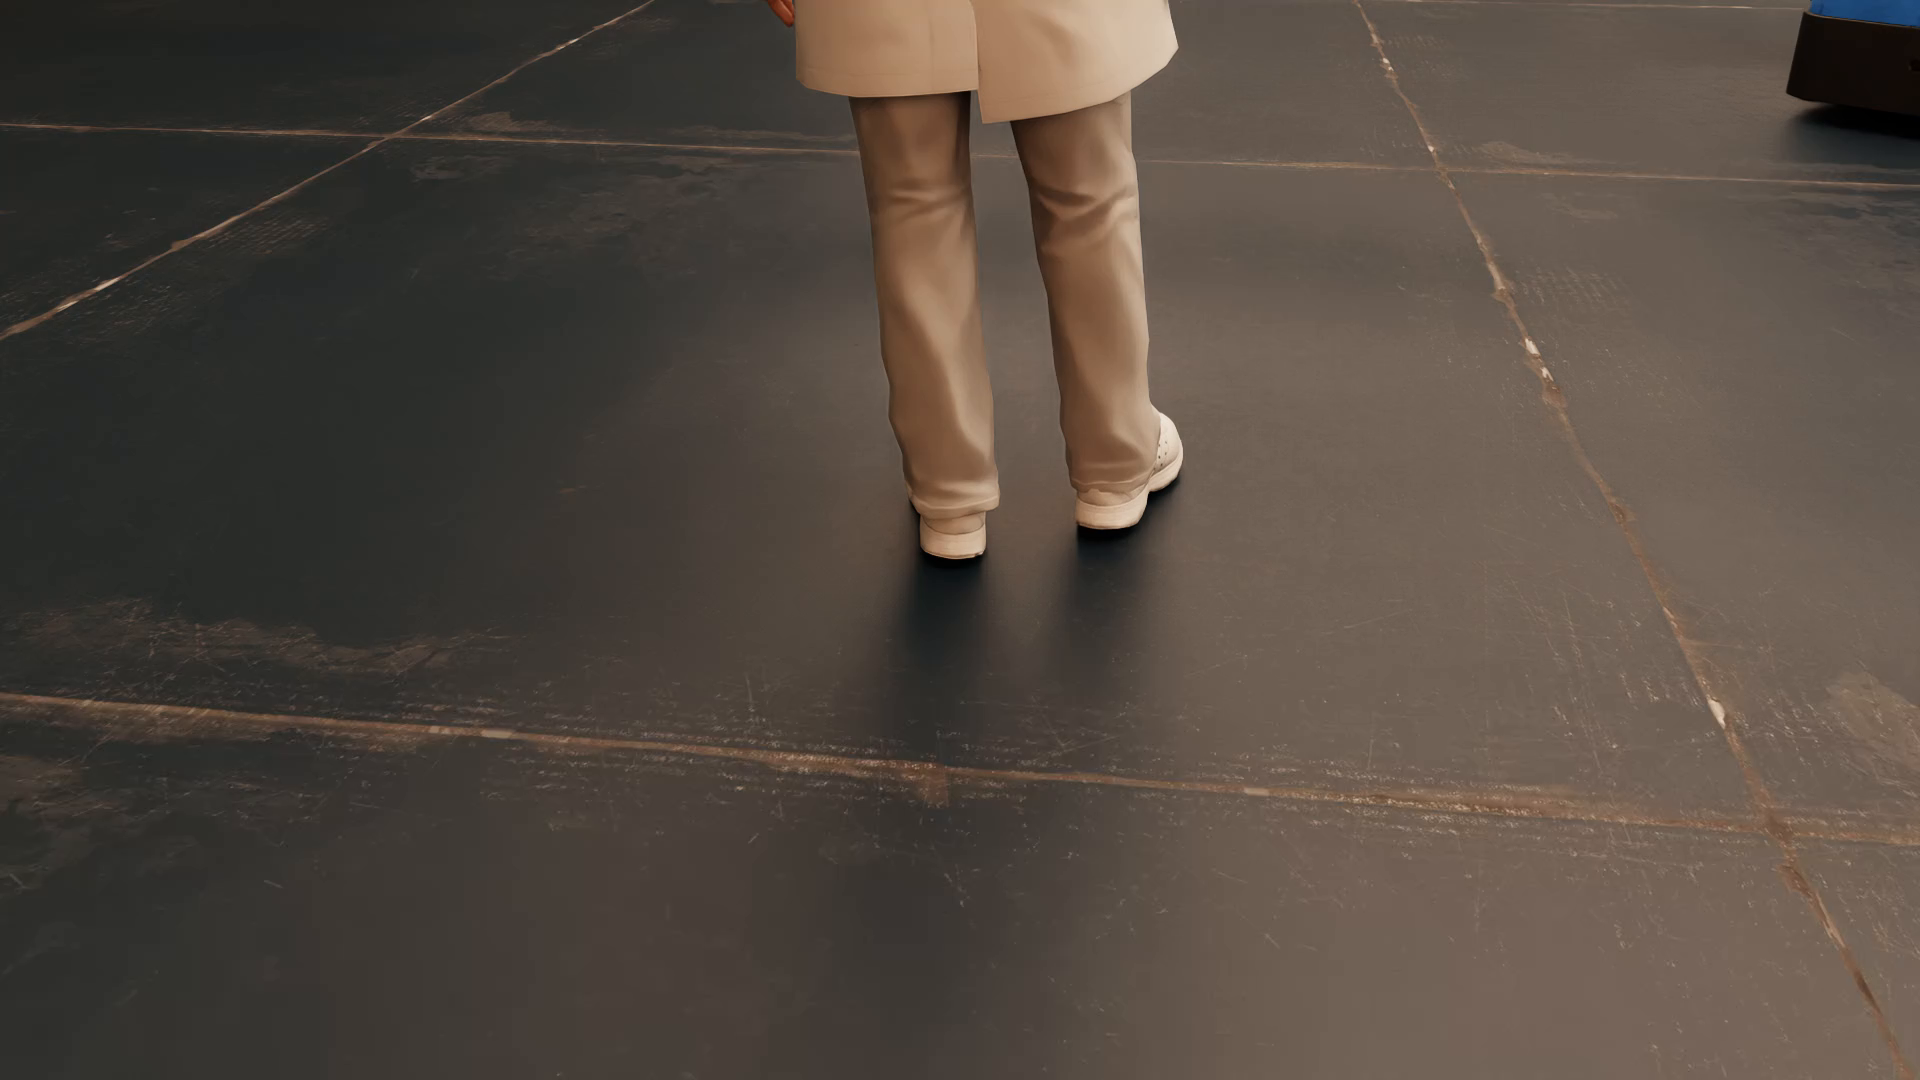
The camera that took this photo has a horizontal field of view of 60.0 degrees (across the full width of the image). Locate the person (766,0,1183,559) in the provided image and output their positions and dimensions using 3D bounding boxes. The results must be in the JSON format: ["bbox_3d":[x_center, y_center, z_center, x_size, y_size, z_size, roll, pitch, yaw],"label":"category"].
[{"bbox_3d":[0.016,-0.844,2.183,0.698,1.777,0.573,3,27,7],"label":"person"}]

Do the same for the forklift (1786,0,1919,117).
[{"bbox_3d":[3.948,-2.876,4.983,3.031,2.935,1.130,-22,34,-37],"label":"forklift"}]
